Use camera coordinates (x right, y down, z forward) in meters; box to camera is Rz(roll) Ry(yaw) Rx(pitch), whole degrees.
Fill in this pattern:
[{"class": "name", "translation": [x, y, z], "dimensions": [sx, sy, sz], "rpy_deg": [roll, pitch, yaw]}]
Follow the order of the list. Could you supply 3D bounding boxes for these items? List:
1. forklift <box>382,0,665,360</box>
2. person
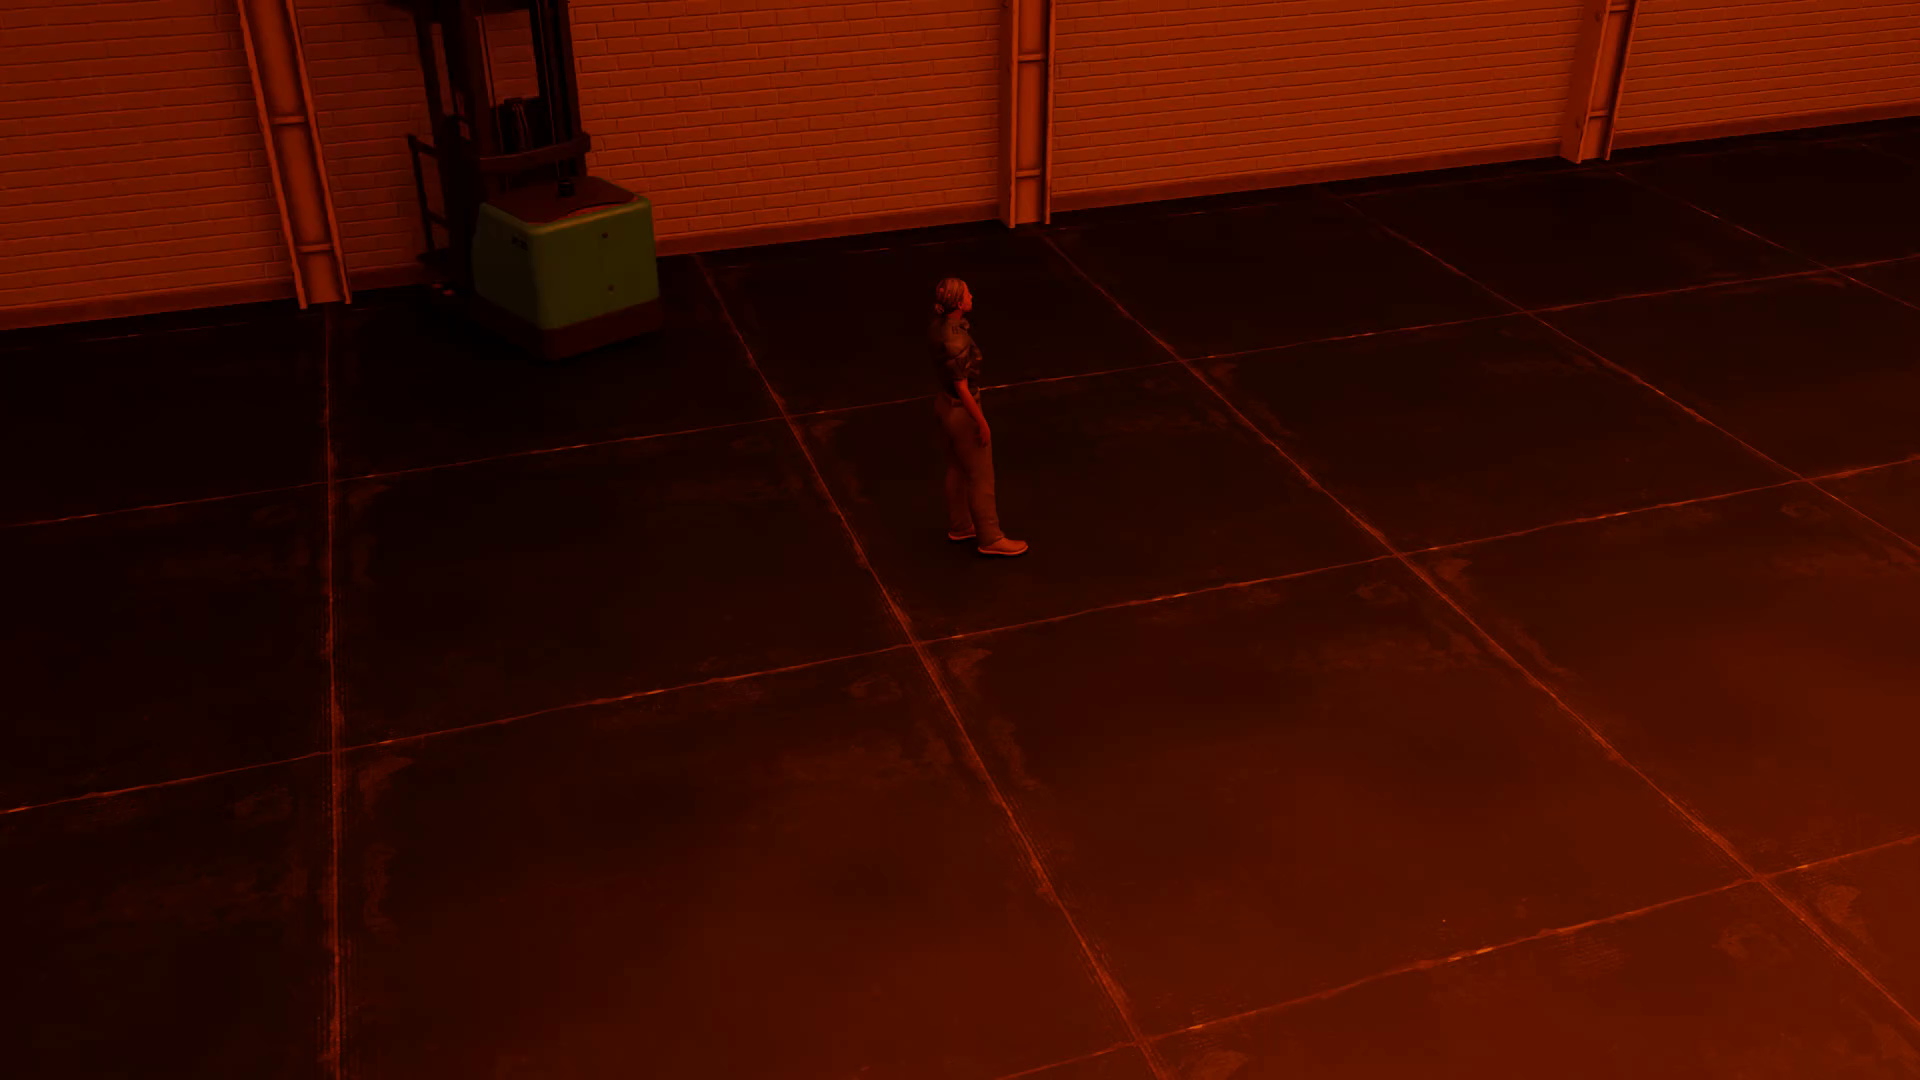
[{"class": "forklift", "translation": [-3.622, -3.235, 12.710], "dimensions": [1.130, 2.935, 3.031], "rpy_deg": [-24, 38, -35]}, {"class": "person", "translation": [0.090, -0.728, 9.618], "dimensions": [0.503, 1.656, 0.569], "rpy_deg": [-10, 31, -16]}]
